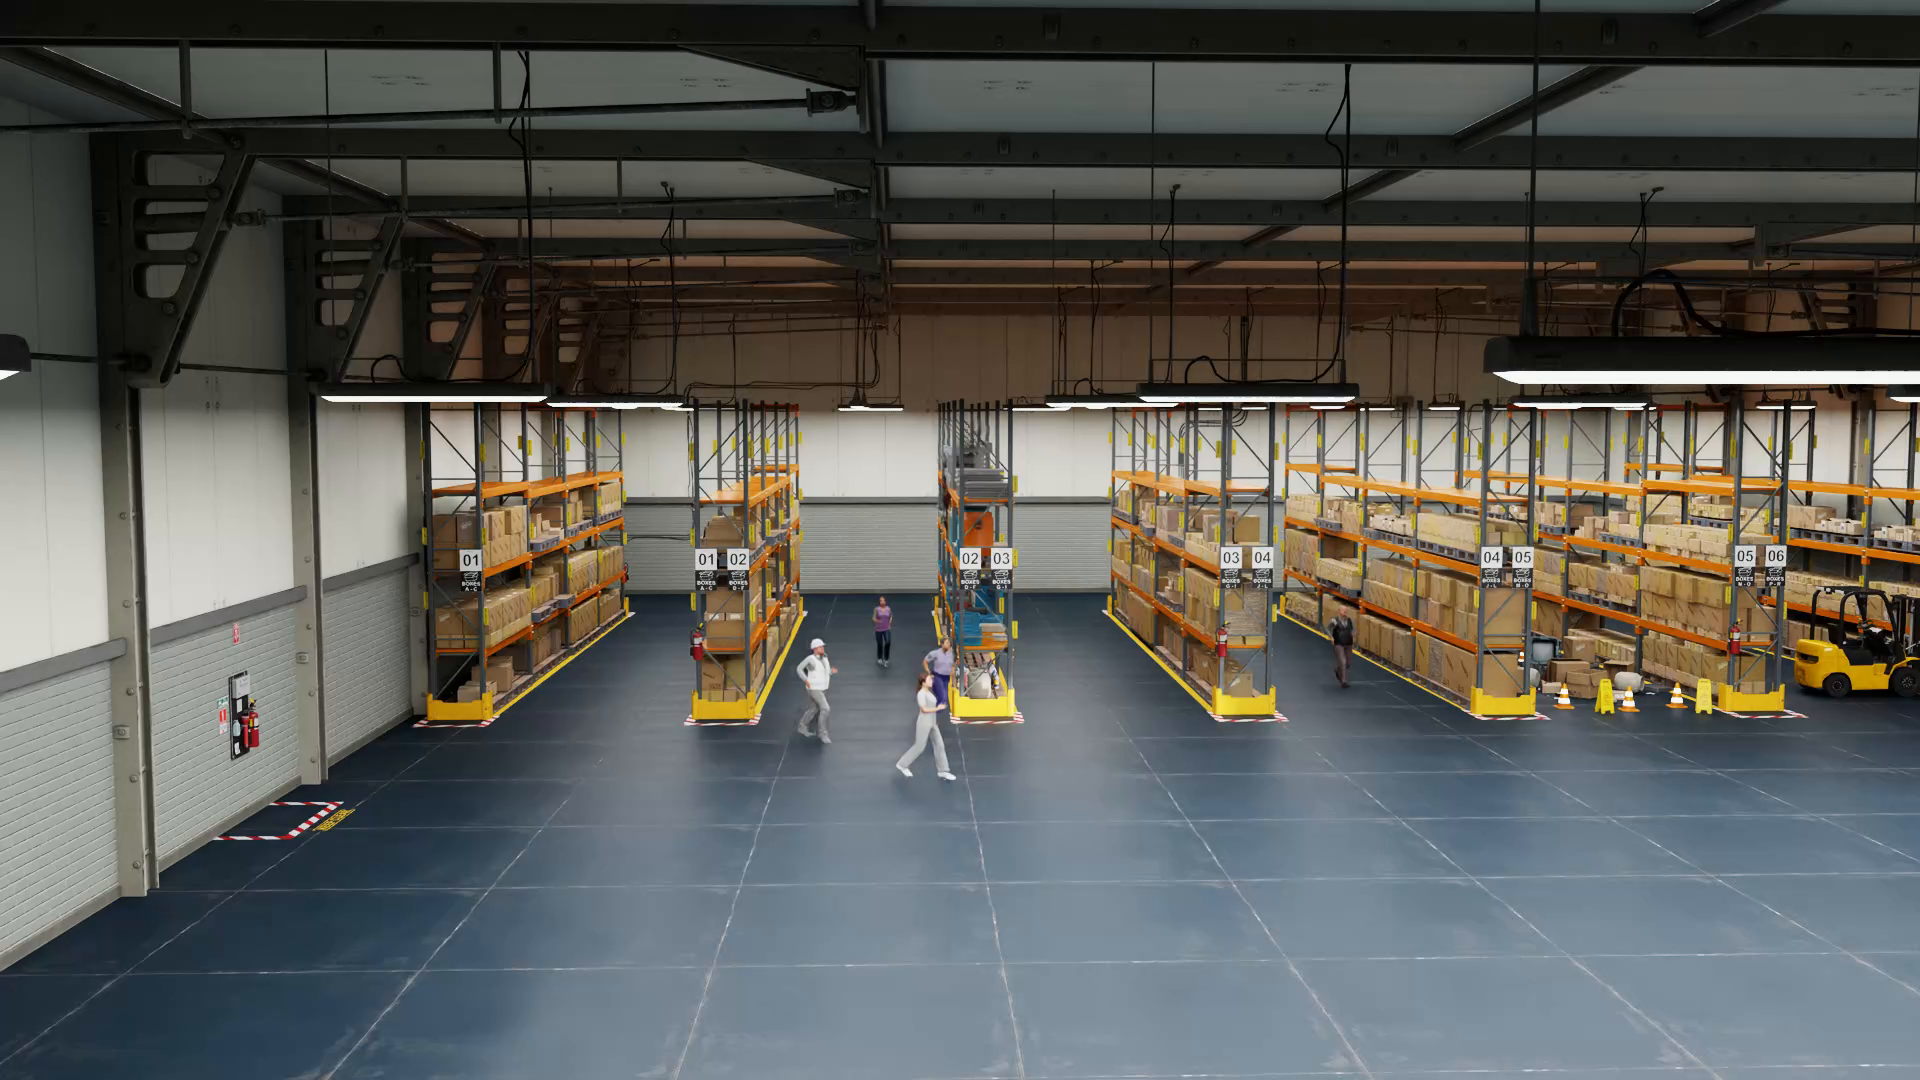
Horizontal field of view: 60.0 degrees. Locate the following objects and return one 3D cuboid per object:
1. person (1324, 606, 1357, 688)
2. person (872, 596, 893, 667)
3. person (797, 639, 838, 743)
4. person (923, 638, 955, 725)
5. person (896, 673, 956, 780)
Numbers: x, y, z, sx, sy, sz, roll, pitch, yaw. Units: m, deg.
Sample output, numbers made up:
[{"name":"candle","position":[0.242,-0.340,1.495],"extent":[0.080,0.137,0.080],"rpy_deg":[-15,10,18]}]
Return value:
[{"name":"person","position":[8.011,2.222,34.880],"extent":[0.668,1.698,0.896],"rpy_deg":[-1,4,-13]},{"name":"person","position":[-1.749,2.090,37.650],"extent":[0.490,1.598,0.711],"rpy_deg":[-1,4,-9]},{"name":"person","position":[-2.505,2.638,29.157],"extent":[0.781,1.843,0.628],"rpy_deg":[2,5,25]},{"name":"person","position":[-0.339,2.599,30.587],"extent":[0.669,1.594,0.543],"rpy_deg":[-4,6,-44]},{"name":"person","position":[-0.528,2.894,25.911],"extent":[0.952,1.670,0.558],"rpy_deg":[1,5,17]}]
